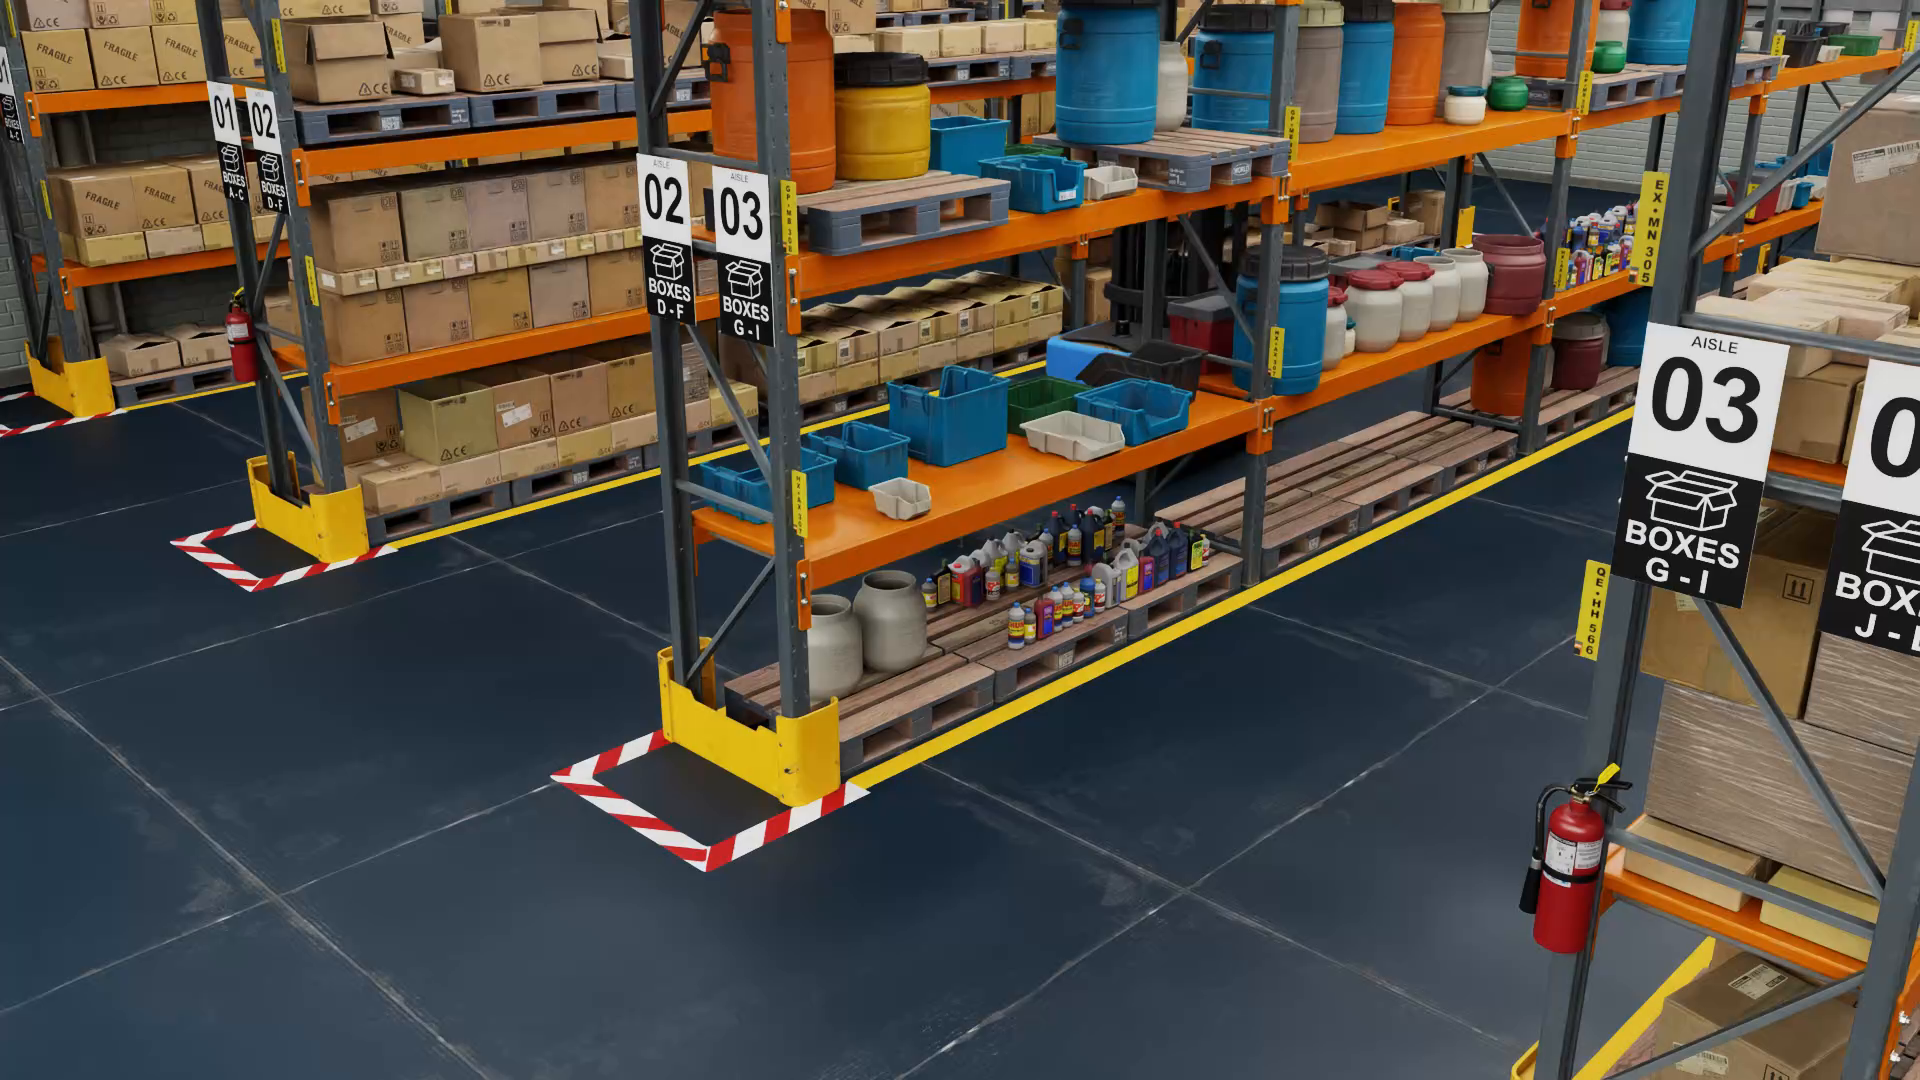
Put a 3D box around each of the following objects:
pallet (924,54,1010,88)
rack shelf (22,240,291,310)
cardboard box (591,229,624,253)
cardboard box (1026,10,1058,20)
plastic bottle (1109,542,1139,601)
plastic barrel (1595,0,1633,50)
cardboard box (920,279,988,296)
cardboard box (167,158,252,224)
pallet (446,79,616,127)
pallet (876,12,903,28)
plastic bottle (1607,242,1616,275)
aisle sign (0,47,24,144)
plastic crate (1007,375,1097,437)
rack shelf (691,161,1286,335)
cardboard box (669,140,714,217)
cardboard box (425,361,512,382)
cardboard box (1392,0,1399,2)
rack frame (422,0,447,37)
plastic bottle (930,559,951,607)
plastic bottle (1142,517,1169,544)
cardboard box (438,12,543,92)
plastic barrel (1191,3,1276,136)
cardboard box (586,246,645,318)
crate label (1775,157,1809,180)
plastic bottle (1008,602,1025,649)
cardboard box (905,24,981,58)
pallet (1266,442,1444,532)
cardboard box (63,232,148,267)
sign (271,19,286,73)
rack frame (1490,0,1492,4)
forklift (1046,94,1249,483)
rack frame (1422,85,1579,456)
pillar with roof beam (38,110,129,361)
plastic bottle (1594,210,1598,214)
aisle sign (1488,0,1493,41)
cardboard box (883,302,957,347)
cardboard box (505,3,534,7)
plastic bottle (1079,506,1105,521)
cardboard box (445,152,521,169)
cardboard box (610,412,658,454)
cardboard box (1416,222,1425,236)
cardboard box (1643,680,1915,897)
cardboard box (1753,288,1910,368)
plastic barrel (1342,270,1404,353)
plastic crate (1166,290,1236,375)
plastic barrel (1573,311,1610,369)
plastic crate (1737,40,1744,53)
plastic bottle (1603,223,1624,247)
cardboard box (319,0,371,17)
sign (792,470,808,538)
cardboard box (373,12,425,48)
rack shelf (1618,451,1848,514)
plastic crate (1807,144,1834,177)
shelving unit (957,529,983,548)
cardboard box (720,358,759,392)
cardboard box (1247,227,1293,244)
[{"bbox_3d":[-0.310,-4.306,15.178,1.213,0.211,1.003,-19,28,-40],"label":"pallet"},{"bbox_3d":[-6.860,-2.840,16.284,1.077,0.370,4.000,19,28,41],"label":"rack shelf"},{"bbox_3d":[-2.836,-2.351,12.966,0.250,0.149,0.380,-19,28,-41],"label":"cardboard box"},{"bbox_3d":[1.158,-5.046,16.702,0.910,0.500,0.500,19,28,41],"label":"cardboard box"},{"bbox_3d":[1.032,0.191,10.475,0.144,0.351,0.185,19,28,40],"label":"plastic bottle"},{"bbox_3d":[5.553,-4.391,14.362,0.433,0.535,0.433,0,21,0],"label":"plastic barrel"},{"bbox_3d":[-0.059,-2.455,16.746,0.500,0.311,0.500,18,28,39],"label":"cardboard box"},{"bbox_3d":[-6.990,-3.254,15.495,0.500,0.500,0.500,18,27,39],"label":"cardboard box"},{"bbox_3d":[-3.340,-3.272,12.348,1.003,0.211,1.213,19,28,41],"label":"pallet"},{"bbox_3d":[-1.485,-6.497,20.878,1.213,0.211,1.003,-19,28,-40],"label":"pallet"},{"bbox_3d":[5.635,-2.444,14.431,0.097,0.271,0.097,0,21,0],"label":"plastic bottle"},{"bbox_3d":[-8.090,-3.781,14.108,0.394,0.787,0.004,19,28,41],"label":"aisle sign"},{"bbox_3d":[0.484,-0.833,10.355,0.450,0.188,0.662,19,28,41],"label":"plastic crate"},{"bbox_3d":[0.238,-1.760,9.295,1.077,0.370,4.000,19,28,41],"label":"rack shelf"},{"bbox_3d":[-2.218,-2.987,13.718,0.700,0.500,0.500,19,28,41],"label":"cardboard box"},{"bbox_3d":[-3.855,-1.158,13.108,0.500,0.500,0.500,19,28,41],"label":"cardboard box"},{"bbox_3d":[4.890,-6.388,19.845,0.500,0.250,0.500,19,28,41],"label":"cardboard box"},{"bbox_3d":[-5.465,-6.490,16.416,1.000,3.000,0.127,19,28,41],"label":"rack frame"},{"bbox_3d":[-0.121,0.264,10.378,0.133,0.283,0.061,-19,28,-41],"label":"plastic bottle"},{"bbox_3d":[1.287,0.023,10.913,0.144,0.351,0.185,19,28,41],"label":"plastic bottle"},{"bbox_3d":[-3.349,-3.489,11.870,0.500,0.500,0.500,19,28,41],"label":"cardboard box"},{"bbox_3d":[1.833,-3.029,10.895,0.600,0.901,0.708,19,28,41],"label":"plastic barrel"},{"bbox_3d":[-2.934,-2.116,13.261,0.500,0.500,0.700,-20,28,-41],"label":"cardboard box"},{"bbox_3d":[9.597,-4.263,19.135,0.416,0.233,0.303,19,28,41],"label":"crate label"},{"bbox_3d":[0.331,0.498,9.787,0.097,0.271,0.097,0,21,0],"label":"plastic bottle"},{"bbox_3d":[-0.159,-4.591,15.280,0.500,0.250,0.500,19,28,40],"label":"cardboard box"},{"bbox_3d":[3.005,-0.435,12.912,1.003,0.211,1.213,19,28,41],"label":"pallet"},{"bbox_3d":[-7.687,-2.647,14.960,0.500,0.250,0.500,18,28,39],"label":"cardboard box"},{"bbox_3d":[-4.310,-3.127,10.520,0.100,0.325,0.005,19,28,41],"label":"sign"},{"bbox_3d":[6.458,-8.336,21.218,1.000,3.000,0.127,19,28,41],"label":"rack frame"},{"bbox_3d":[2.009,-2.269,13.892,1.130,2.935,3.031,17,27,37],"label":"forklift"},{"bbox_3d":[4.424,-2.238,13.717,1.000,3.000,0.127,19,28,41],"label":"rack frame"},{"bbox_3d":[-5.302,-4.780,11.969,9.100,9.000,0.400,19,28,41],"label":"pillar with roof beam"},{"bbox_3d":[6.033,-2.996,15.851,0.061,0.283,0.133,19,28,41],"label":"plastic bottle"},{"bbox_3d":[6.725,-6.690,21.675,0.394,0.787,0.004,19,28,41],"label":"aisle sign"},{"bbox_3d":[-0.375,-2.064,15.730,0.500,0.311,0.500,-19,28,-41],"label":"cardboard box"},{"bbox_3d":[-4.596,-5.523,17.620,0.500,0.311,0.500,-19,28,-40],"label":"cardboard box"},{"bbox_3d":[0.891,-0.082,11.289,0.135,0.276,0.152,-19,28,-40],"label":"plastic bottle"},{"bbox_3d":[-5.085,-4.064,17.714,0.700,0.500,0.500,19,28,41],"label":"cardboard box"},{"bbox_3d":[-2.774,-0.931,13.563,0.500,0.250,0.500,19,28,41],"label":"cardboard box"},{"bbox_3d":[5.908,-4.135,21.988,0.380,0.166,0.250,19,28,41],"label":"cardboard box"},{"bbox_3d":[2.795,0.738,5.420,0.875,0.500,0.500,19,28,41],"label":"cardboard box"},{"bbox_3d":[2.628,-0.645,5.045,0.380,0.149,0.250,18,27,39],"label":"cardboard box"},{"bbox_3d":[2.970,-1.653,12.005,0.433,0.535,0.433,0,21,0],"label":"plastic barrel"},{"bbox_3d":[1.752,-1.441,11.553,0.402,0.464,0.583,19,28,41],"label":"plastic crate"},{"bbox_3d":[5.871,-1.861,15.617,0.421,0.512,0.421,0,21,0],"label":"plastic barrel"},{"bbox_3d":[7.621,-4.902,16.700,0.416,0.233,0.300,19,28,41],"label":"plastic crate"},{"bbox_3d":[5.836,-2.645,14.845,0.144,0.351,0.185,19,28,41],"label":"plastic bottle"},{"bbox_3d":[-5.997,-5.271,15.866,0.500,0.500,0.500,-18,28,-39],"label":"cardboard box"},{"bbox_3d":[-0.766,-0.172,7.956,0.100,0.325,0.005,19,28,41],"label":"sign"},{"bbox_3d":[-5.642,-4.953,16.432,0.500,0.500,0.500,-19,28,-41],"label":"cardboard box"},{"bbox_3d":[3.787,-0.520,6.070,1.077,0.370,4.000,19,28,41],"label":"rack shelf"},{"bbox_3d":[9.905,-4.206,18.704,0.616,0.435,0.499,19,28,41],"label":"plastic crate"},{"bbox_3d":[0.006,-0.422,11.919,0.258,0.900,0.210,19,28,41],"label":"shelving unit"},{"bbox_3d":[-1.831,-1.542,15.153,0.500,0.250,0.500,19,28,40],"label":"cardboard box"},{"bbox_3d":[3.529,-3.347,19.473,0.500,0.500,0.500,19,28,40],"label":"cardboard box"}]
